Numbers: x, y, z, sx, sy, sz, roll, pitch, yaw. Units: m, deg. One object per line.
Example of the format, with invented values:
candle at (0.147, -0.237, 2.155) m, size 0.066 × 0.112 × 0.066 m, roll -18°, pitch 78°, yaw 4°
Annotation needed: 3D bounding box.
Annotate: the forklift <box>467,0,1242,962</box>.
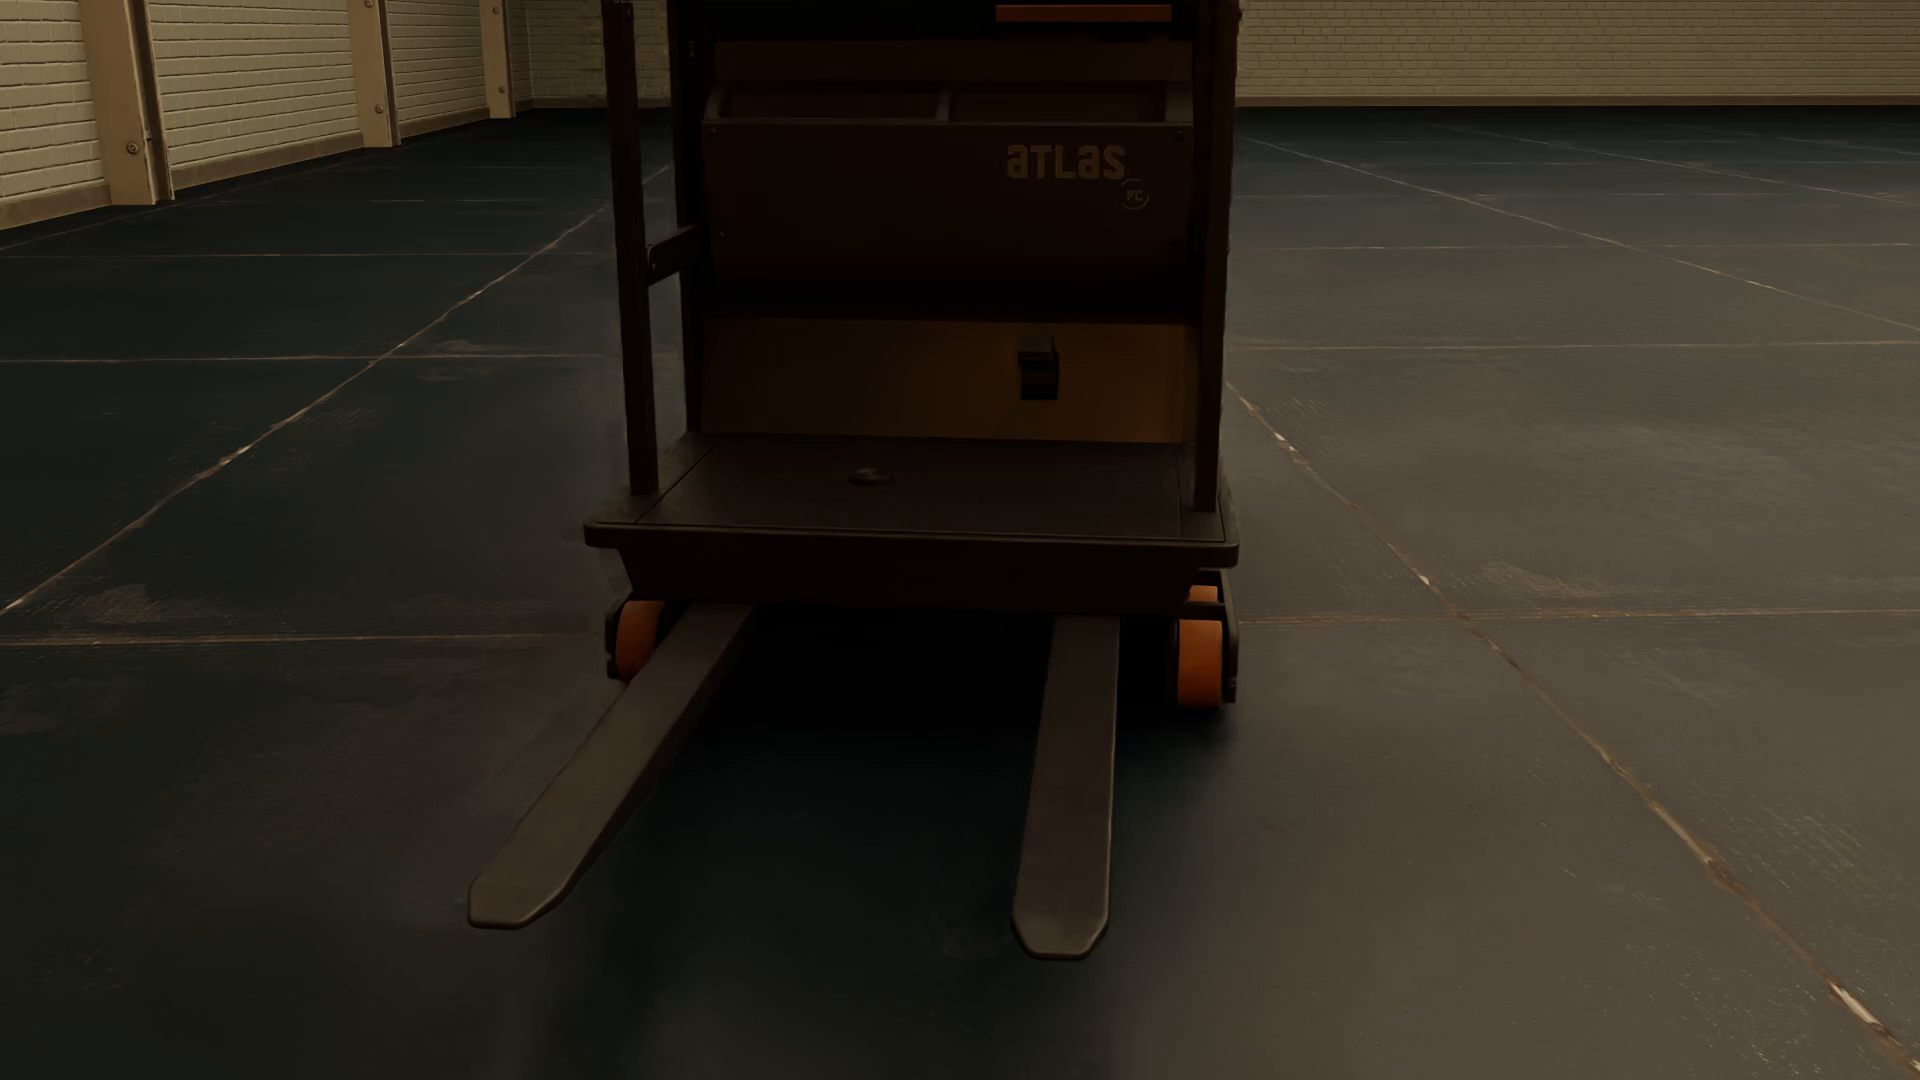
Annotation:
forklift at (-0.044, -1.204, 2.844) m, size 1.130 × 2.935 × 3.031 m, roll 2°, pitch 17°, yaw 6°
